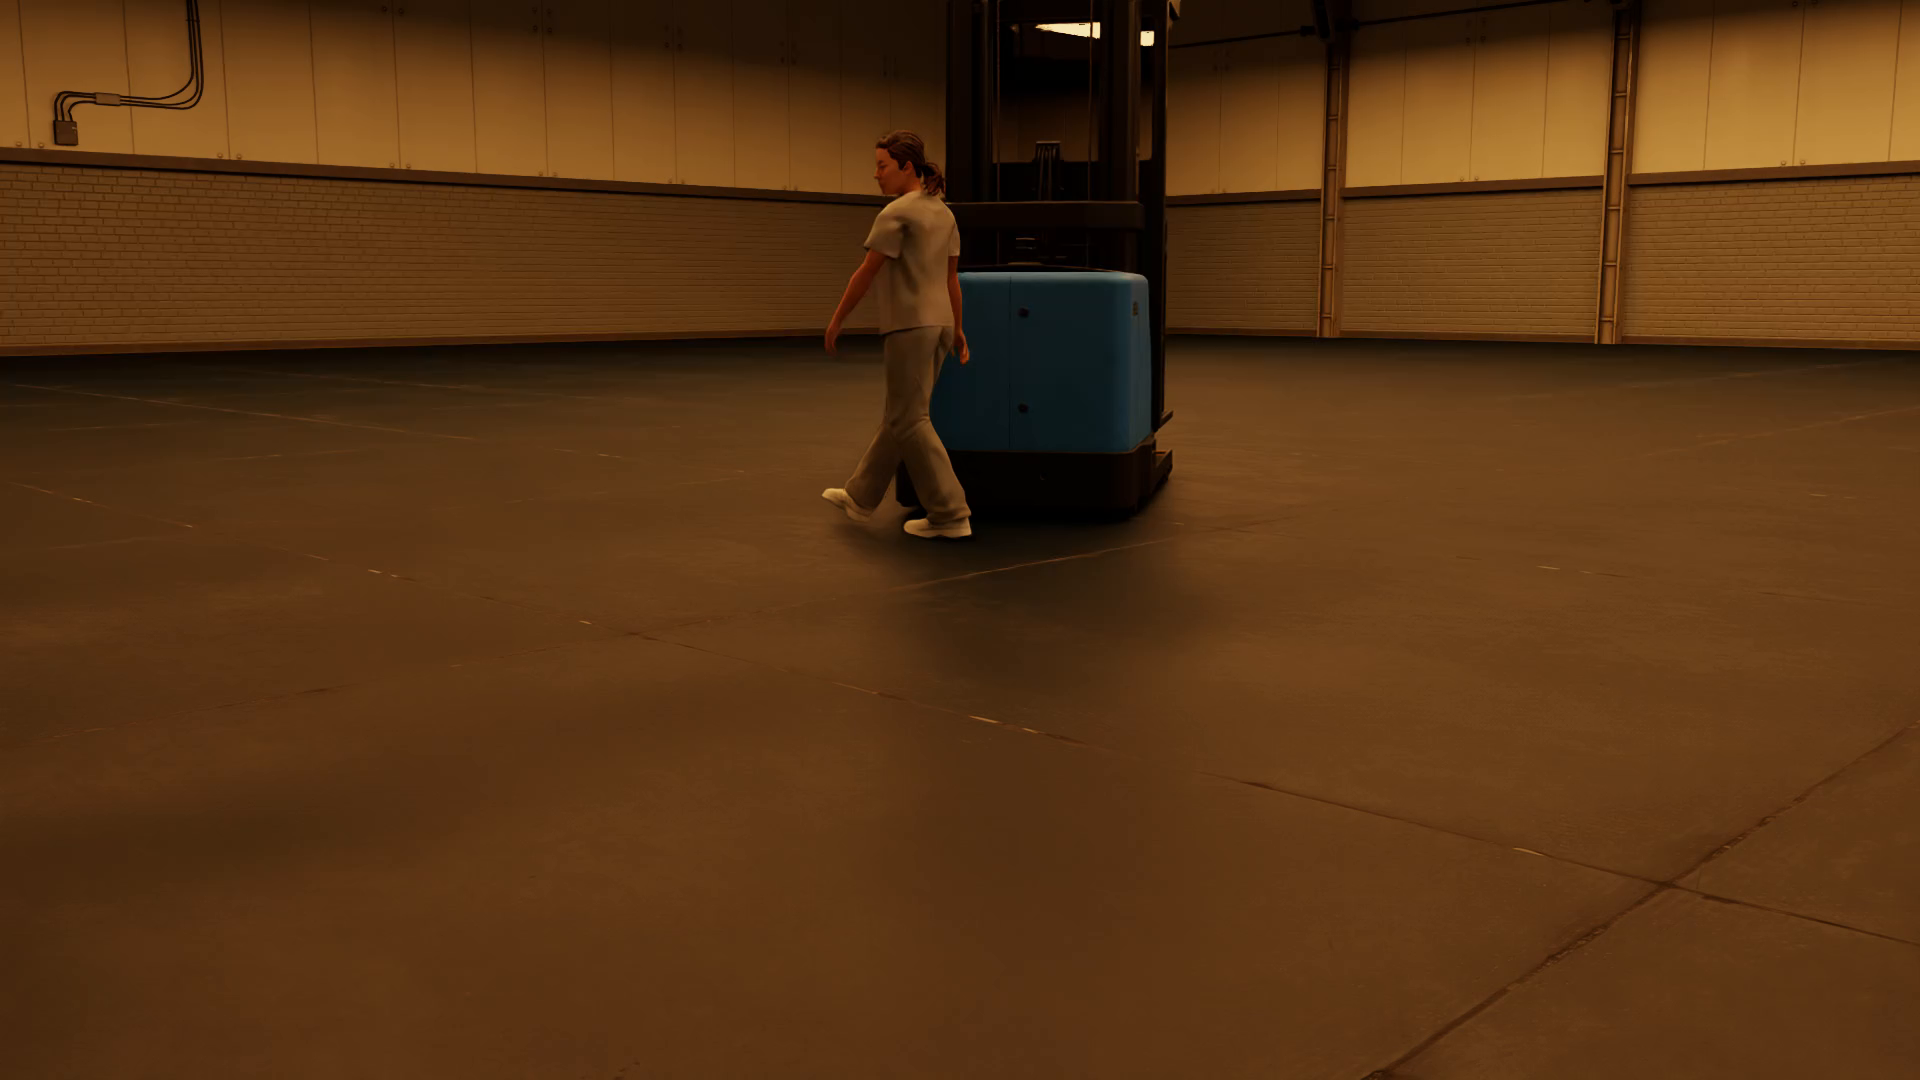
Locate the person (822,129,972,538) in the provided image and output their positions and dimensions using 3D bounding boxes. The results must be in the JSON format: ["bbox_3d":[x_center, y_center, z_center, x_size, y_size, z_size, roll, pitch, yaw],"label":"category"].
[{"bbox_3d":[-0.284,-0.849,6.871,0.814,1.640,0.624,5,10,28],"label":"person"}]

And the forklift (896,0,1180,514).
[{"bbox_3d":[0.520,-1.745,8.460,1.130,2.935,3.031,2,9,12],"label":"forklift"}]
